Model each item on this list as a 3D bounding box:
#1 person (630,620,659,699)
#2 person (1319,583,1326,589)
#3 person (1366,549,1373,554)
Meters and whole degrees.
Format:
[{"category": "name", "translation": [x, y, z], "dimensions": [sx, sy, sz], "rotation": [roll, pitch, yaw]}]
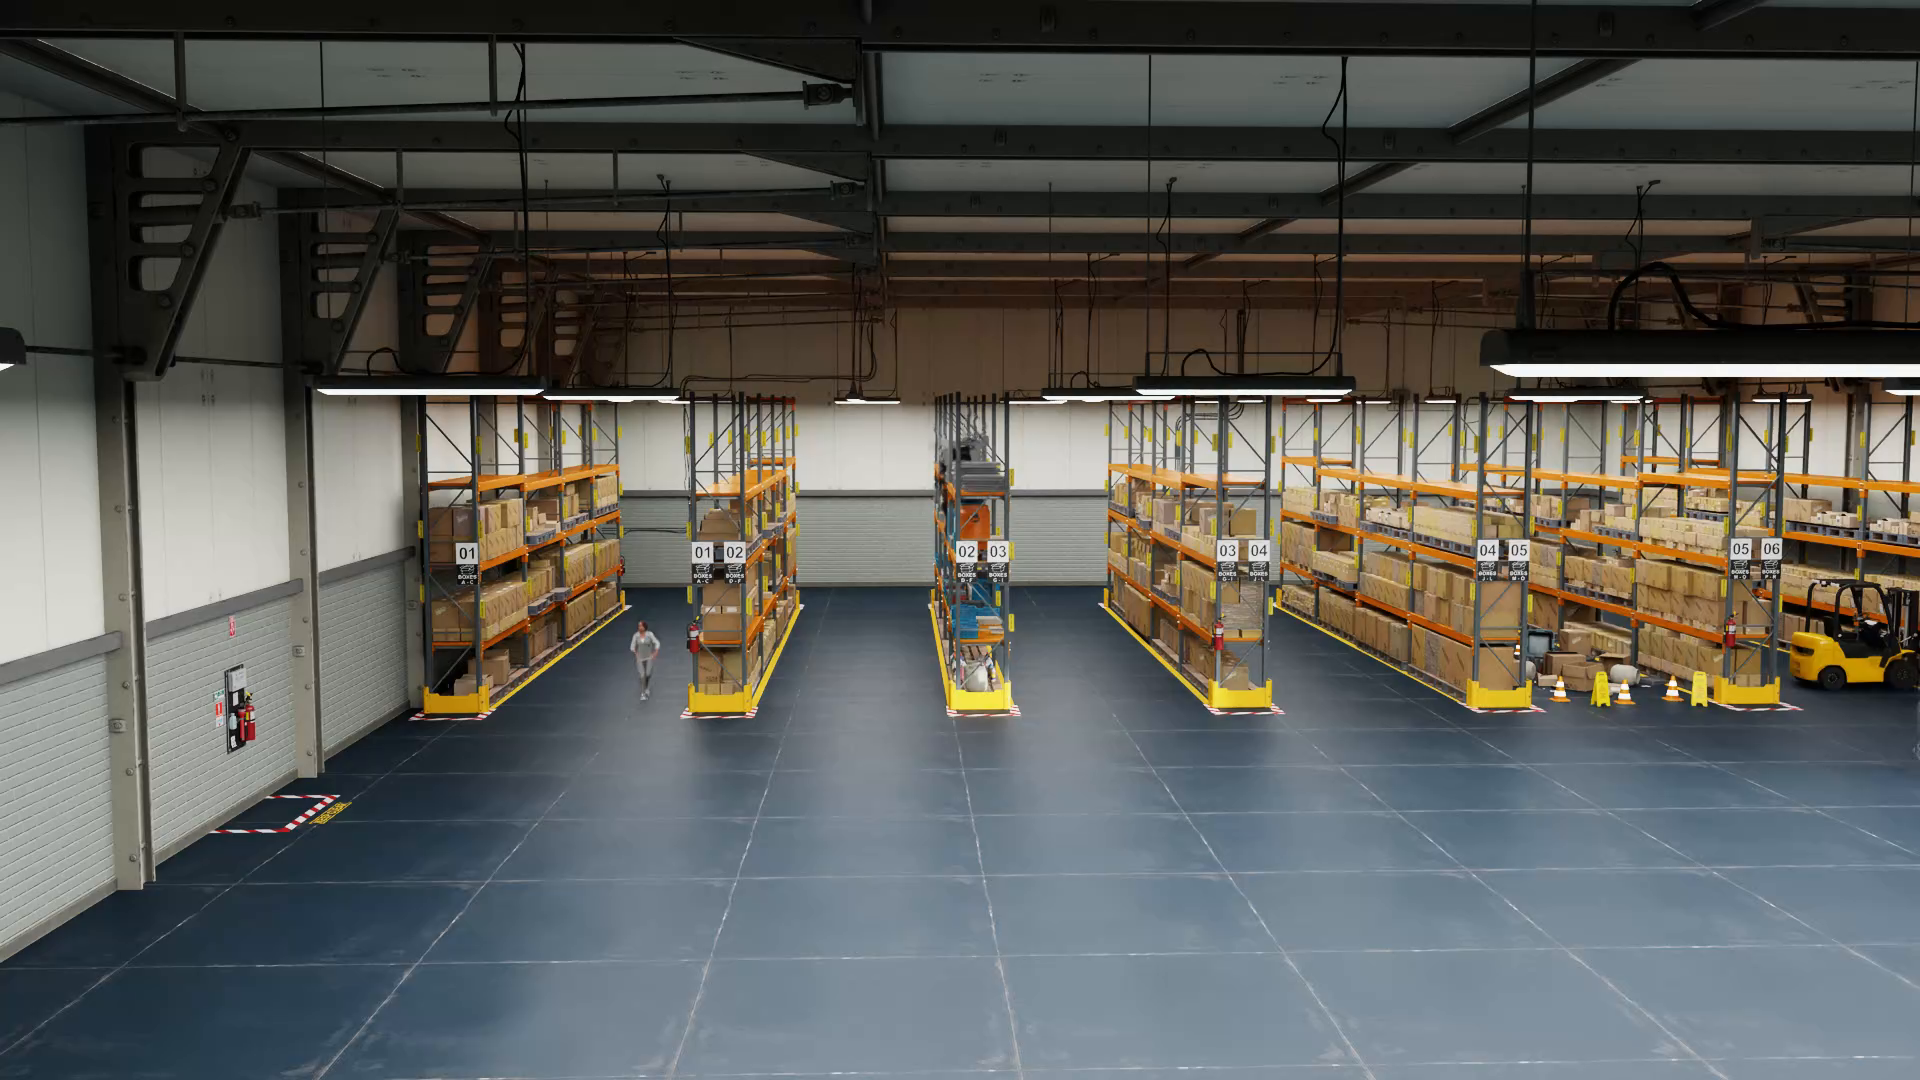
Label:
[{"category": "person", "translation": [-6.153, 2.348, 32.401], "dimensions": [0.552, 1.552, 0.567], "rotation": [0, 5, -4]}, {"category": "person", "translation": [10.639, 1.063, 48.794], "dimensions": [0.496, 1.541, 0.573], "rotation": [4, 6, 43]}, {"category": "person", "translation": [11.297, 1.131, 46.051], "dimensions": [0.687, 1.781, 0.987], "rotation": [0, 5, 3]}]
